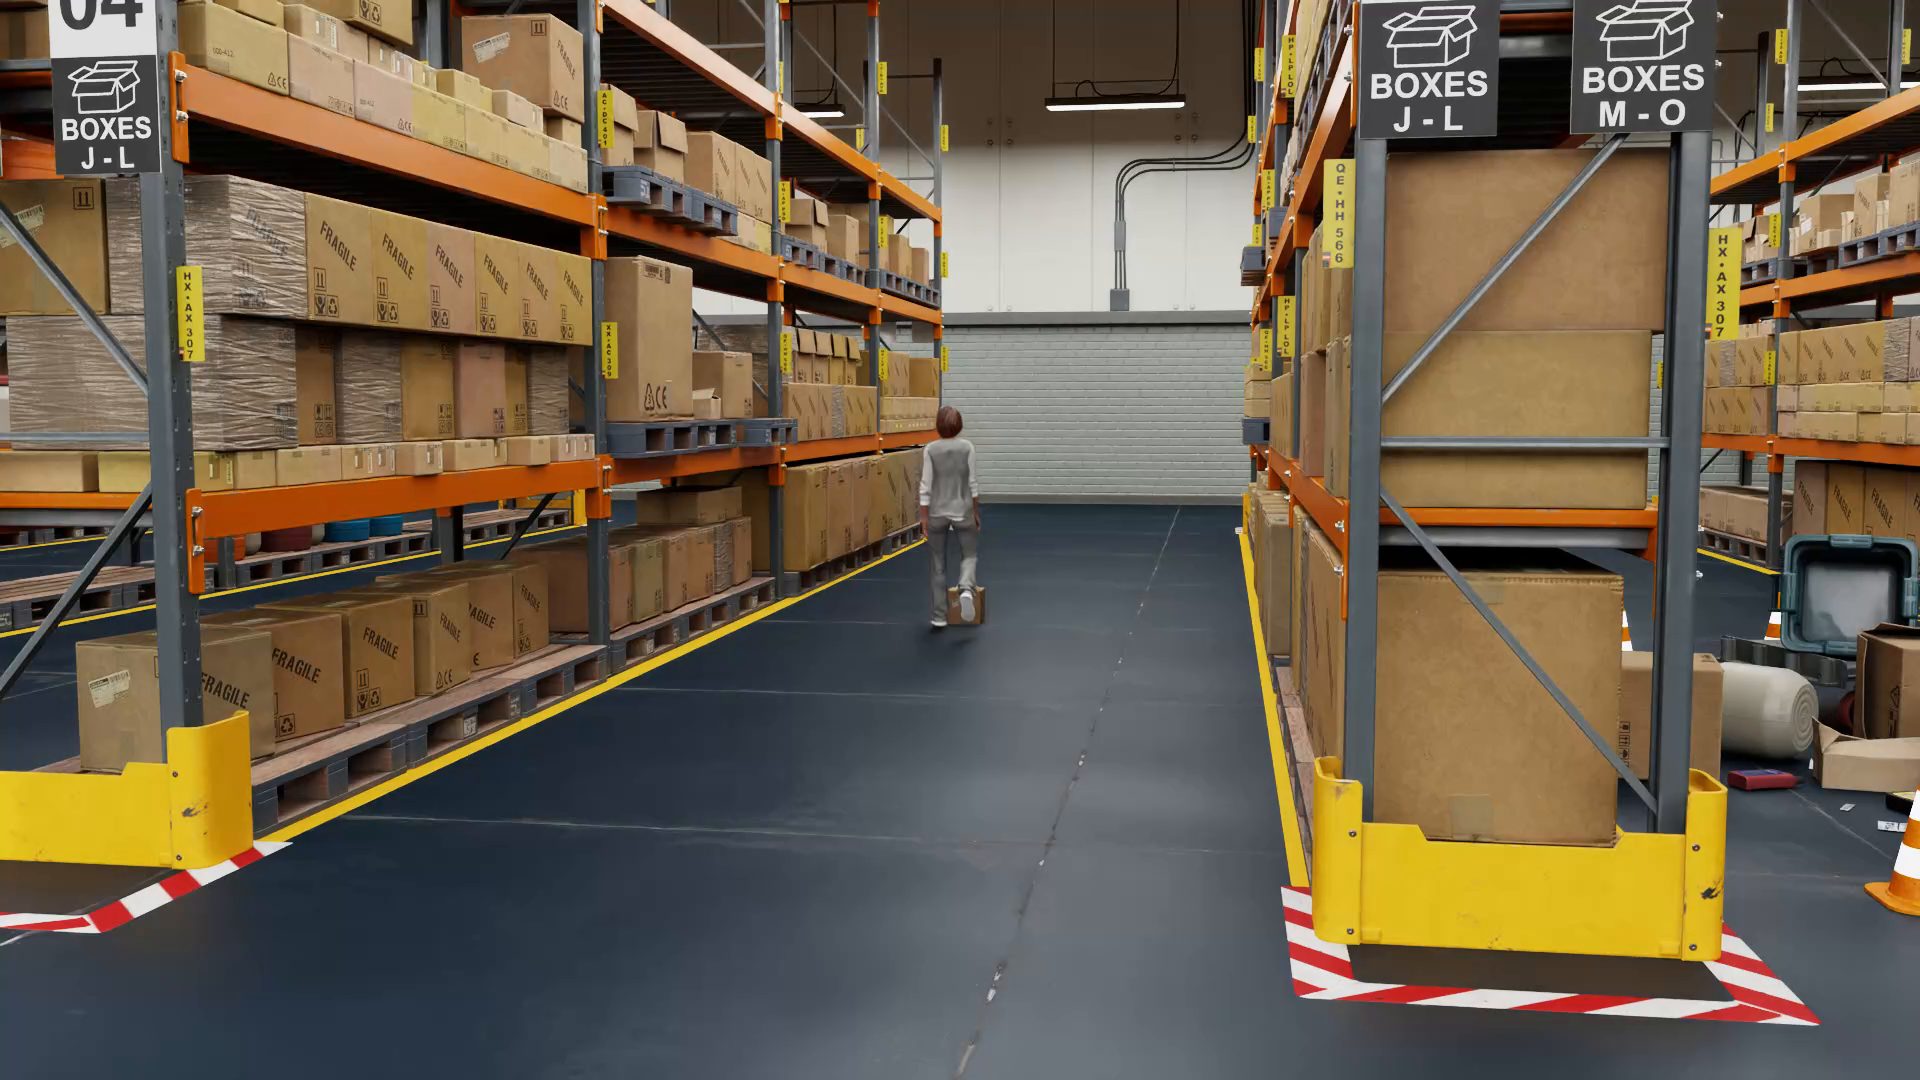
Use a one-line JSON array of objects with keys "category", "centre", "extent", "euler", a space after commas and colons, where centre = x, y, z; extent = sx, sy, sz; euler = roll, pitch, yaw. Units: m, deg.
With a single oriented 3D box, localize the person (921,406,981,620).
[{"category": "person", "centre": [-0.063, -0.183, 11.756], "extent": [0.430, 1.528, 0.473], "euler": [0, 5, -2]}]
